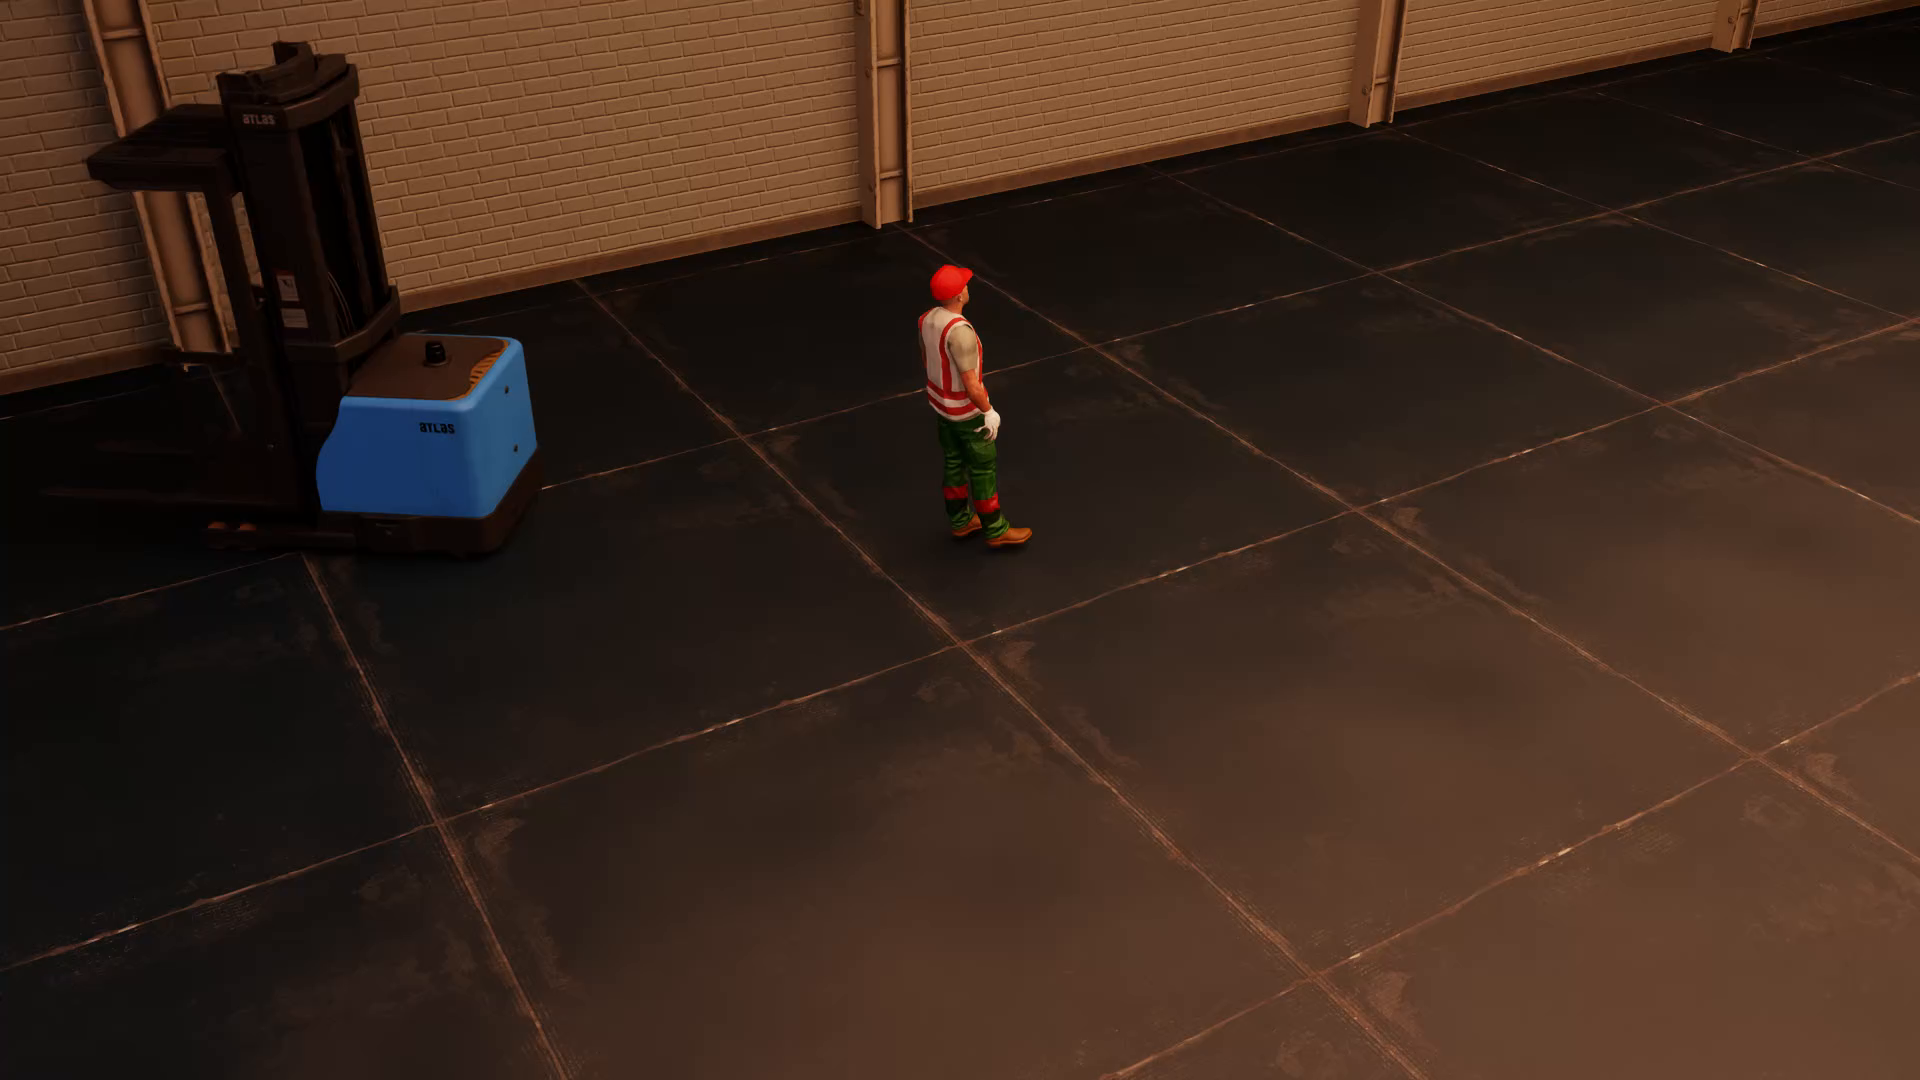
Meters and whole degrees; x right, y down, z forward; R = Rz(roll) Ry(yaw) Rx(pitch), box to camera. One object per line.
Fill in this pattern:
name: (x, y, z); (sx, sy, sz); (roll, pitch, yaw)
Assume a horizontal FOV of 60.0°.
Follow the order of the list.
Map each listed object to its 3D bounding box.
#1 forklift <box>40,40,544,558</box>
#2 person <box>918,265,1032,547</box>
forklift: (-4.311, -1.456, 10.079); (3.031, 2.935, 1.130); (3, 31, 5)
person: (0.075, -0.824, 10.044); (0.561, 1.789, 0.638); (-17, 35, -26)
